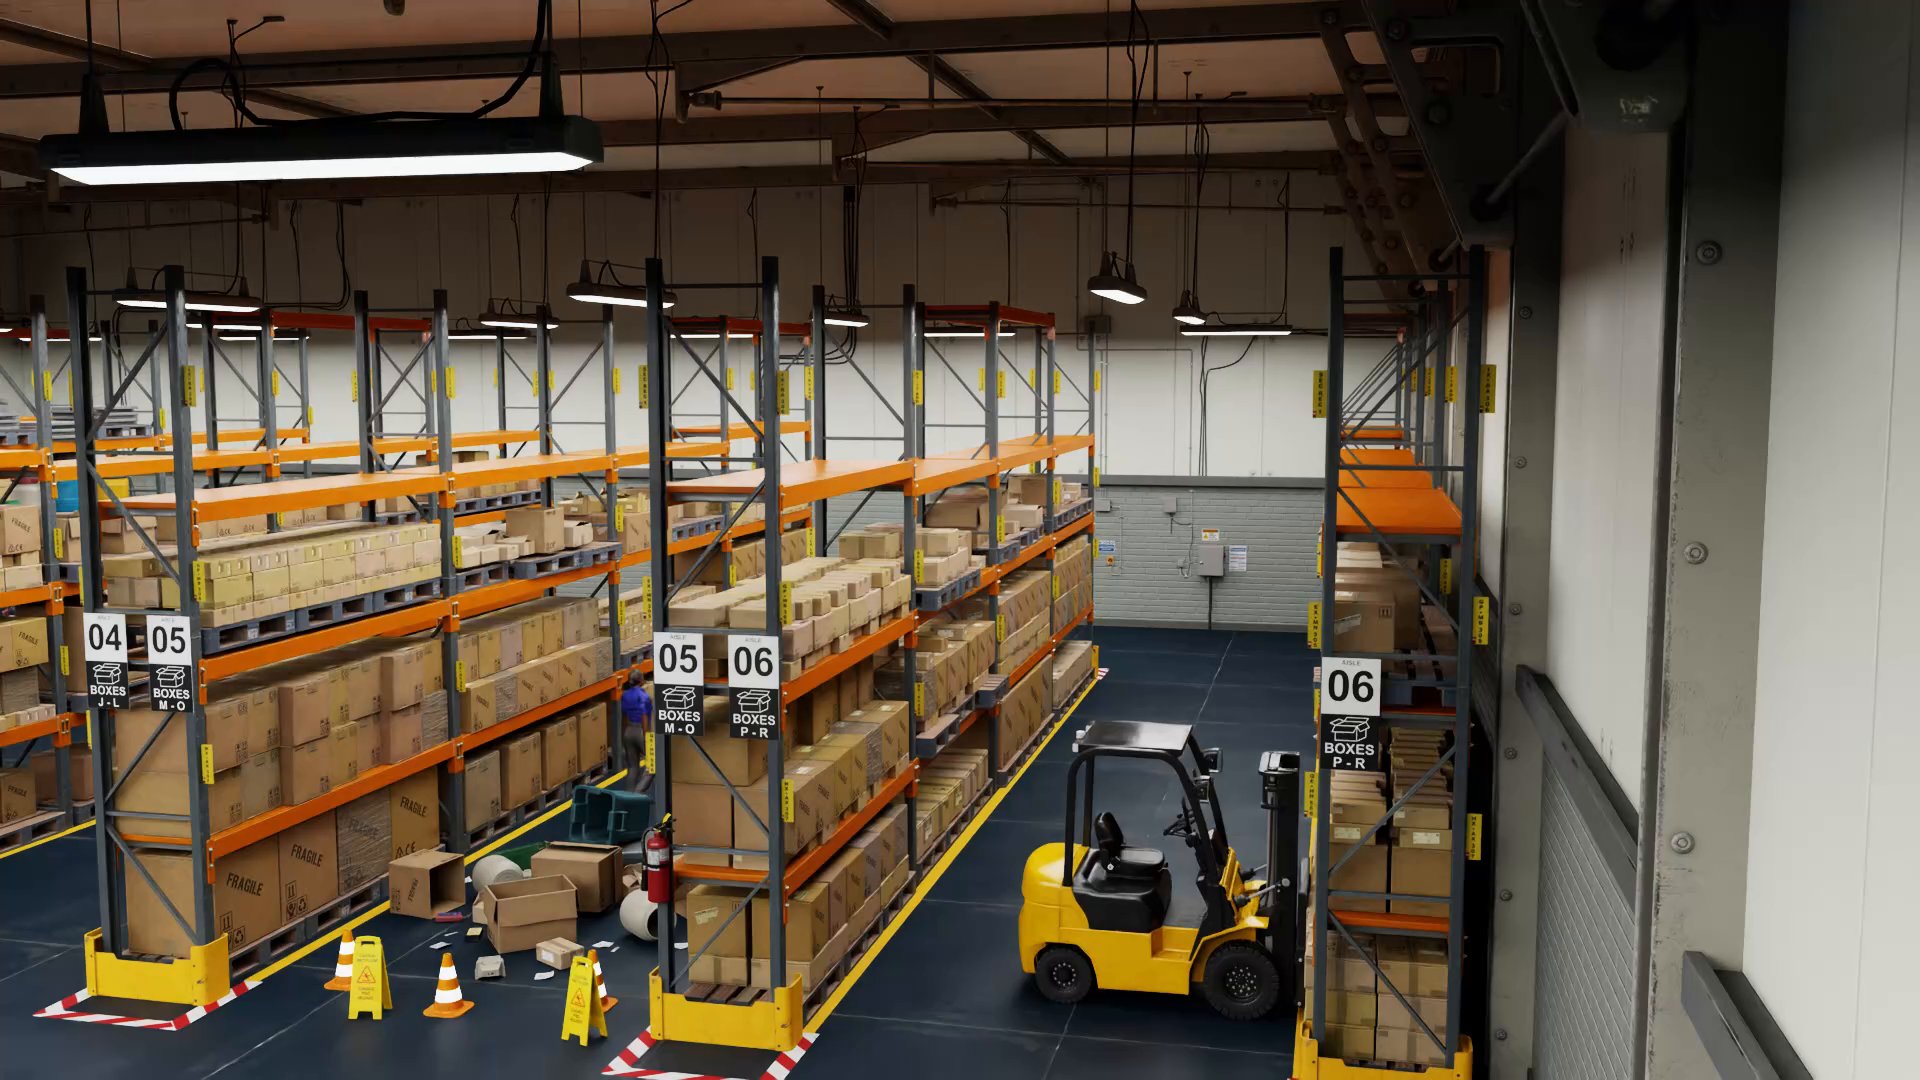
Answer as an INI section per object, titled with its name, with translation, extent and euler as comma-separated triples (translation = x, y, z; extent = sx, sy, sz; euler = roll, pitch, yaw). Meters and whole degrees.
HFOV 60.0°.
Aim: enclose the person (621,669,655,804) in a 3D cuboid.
[person]
translation = -3.819, 2.357, 19.707
extent = 0.508, 1.631, 0.457
euler = 2, 6, 22
